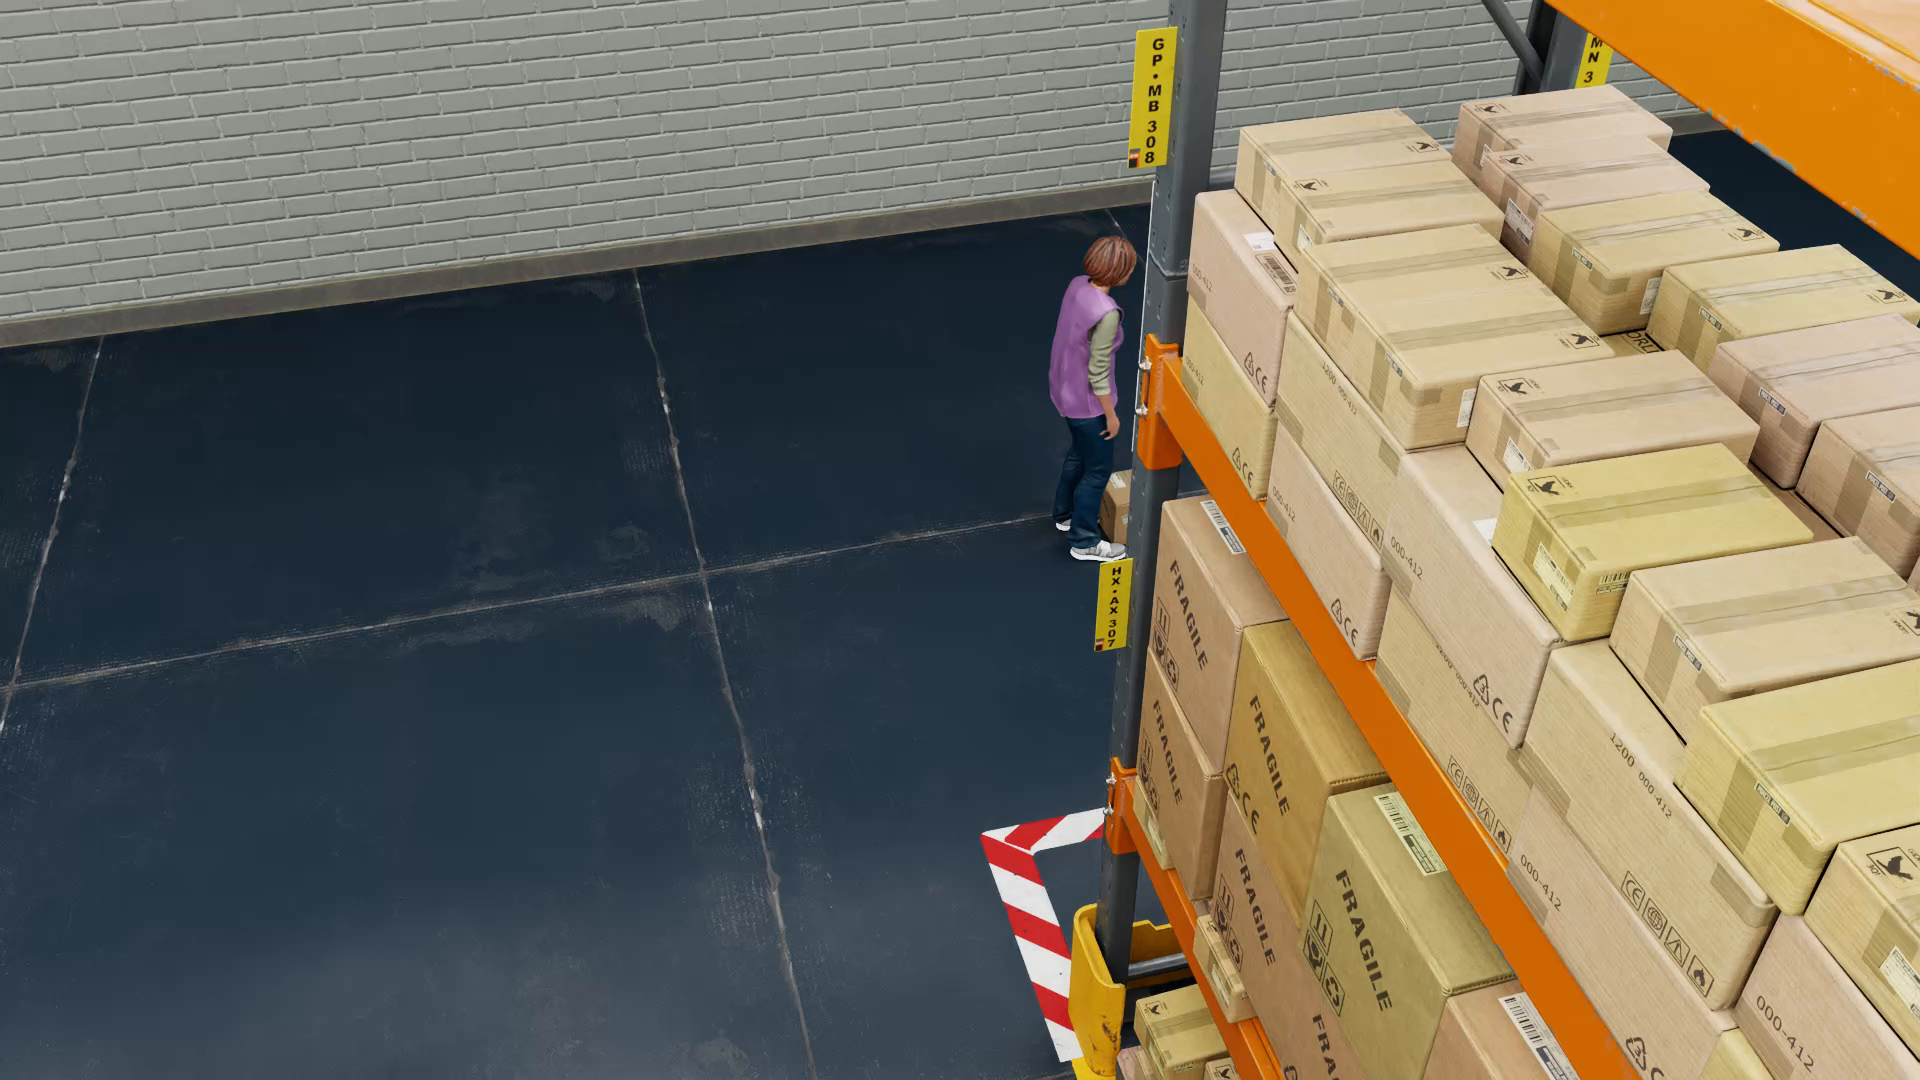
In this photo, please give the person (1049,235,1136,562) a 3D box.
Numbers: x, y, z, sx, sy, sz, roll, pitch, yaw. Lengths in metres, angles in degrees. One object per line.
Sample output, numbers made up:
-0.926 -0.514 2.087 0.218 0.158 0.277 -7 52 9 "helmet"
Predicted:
0.586 -0.639 7.518 0.344 1.594 0.462 -9 40 -12 "person"
